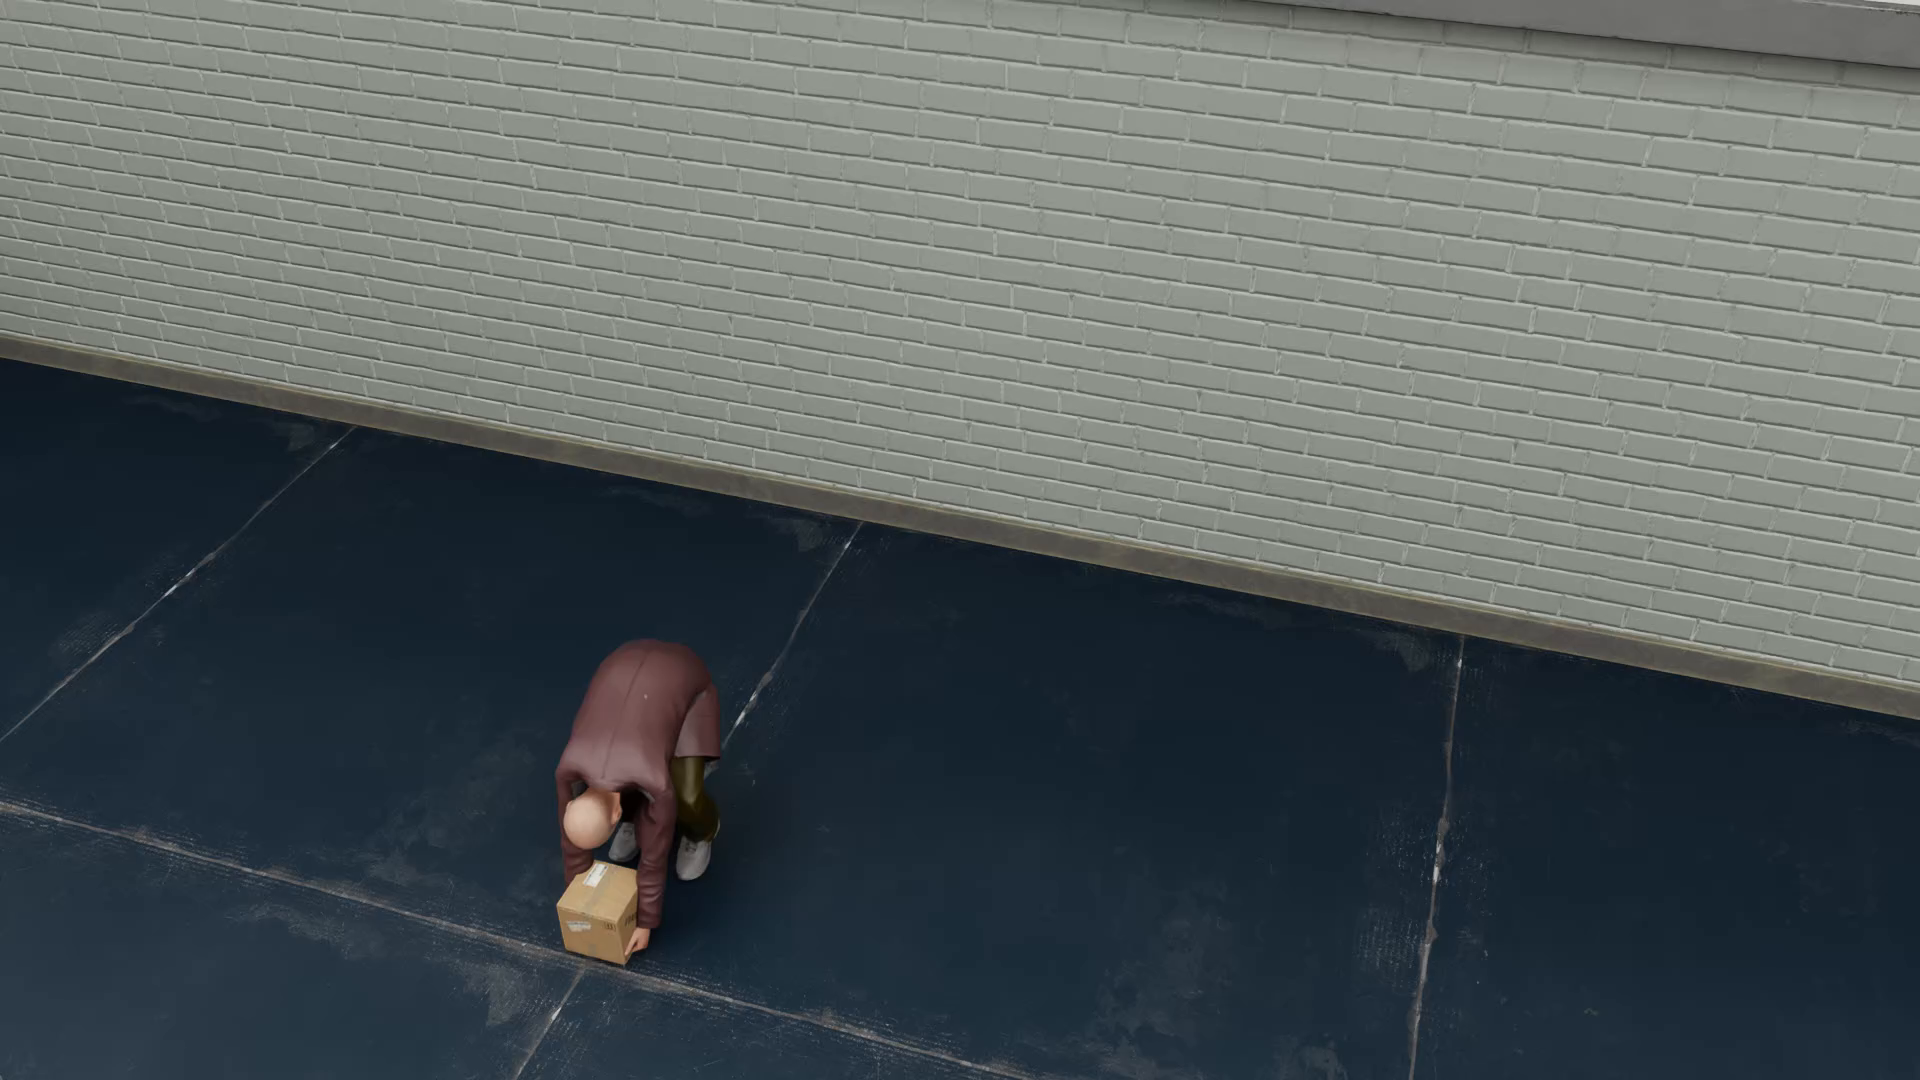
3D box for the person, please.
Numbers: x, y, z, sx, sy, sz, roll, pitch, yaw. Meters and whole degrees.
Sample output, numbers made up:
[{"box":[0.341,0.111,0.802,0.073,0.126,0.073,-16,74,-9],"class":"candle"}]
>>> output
[{"box":[-1.226,0.938,6.331,0.594,0.952,0.945,9,37,12],"class":"person"}]
